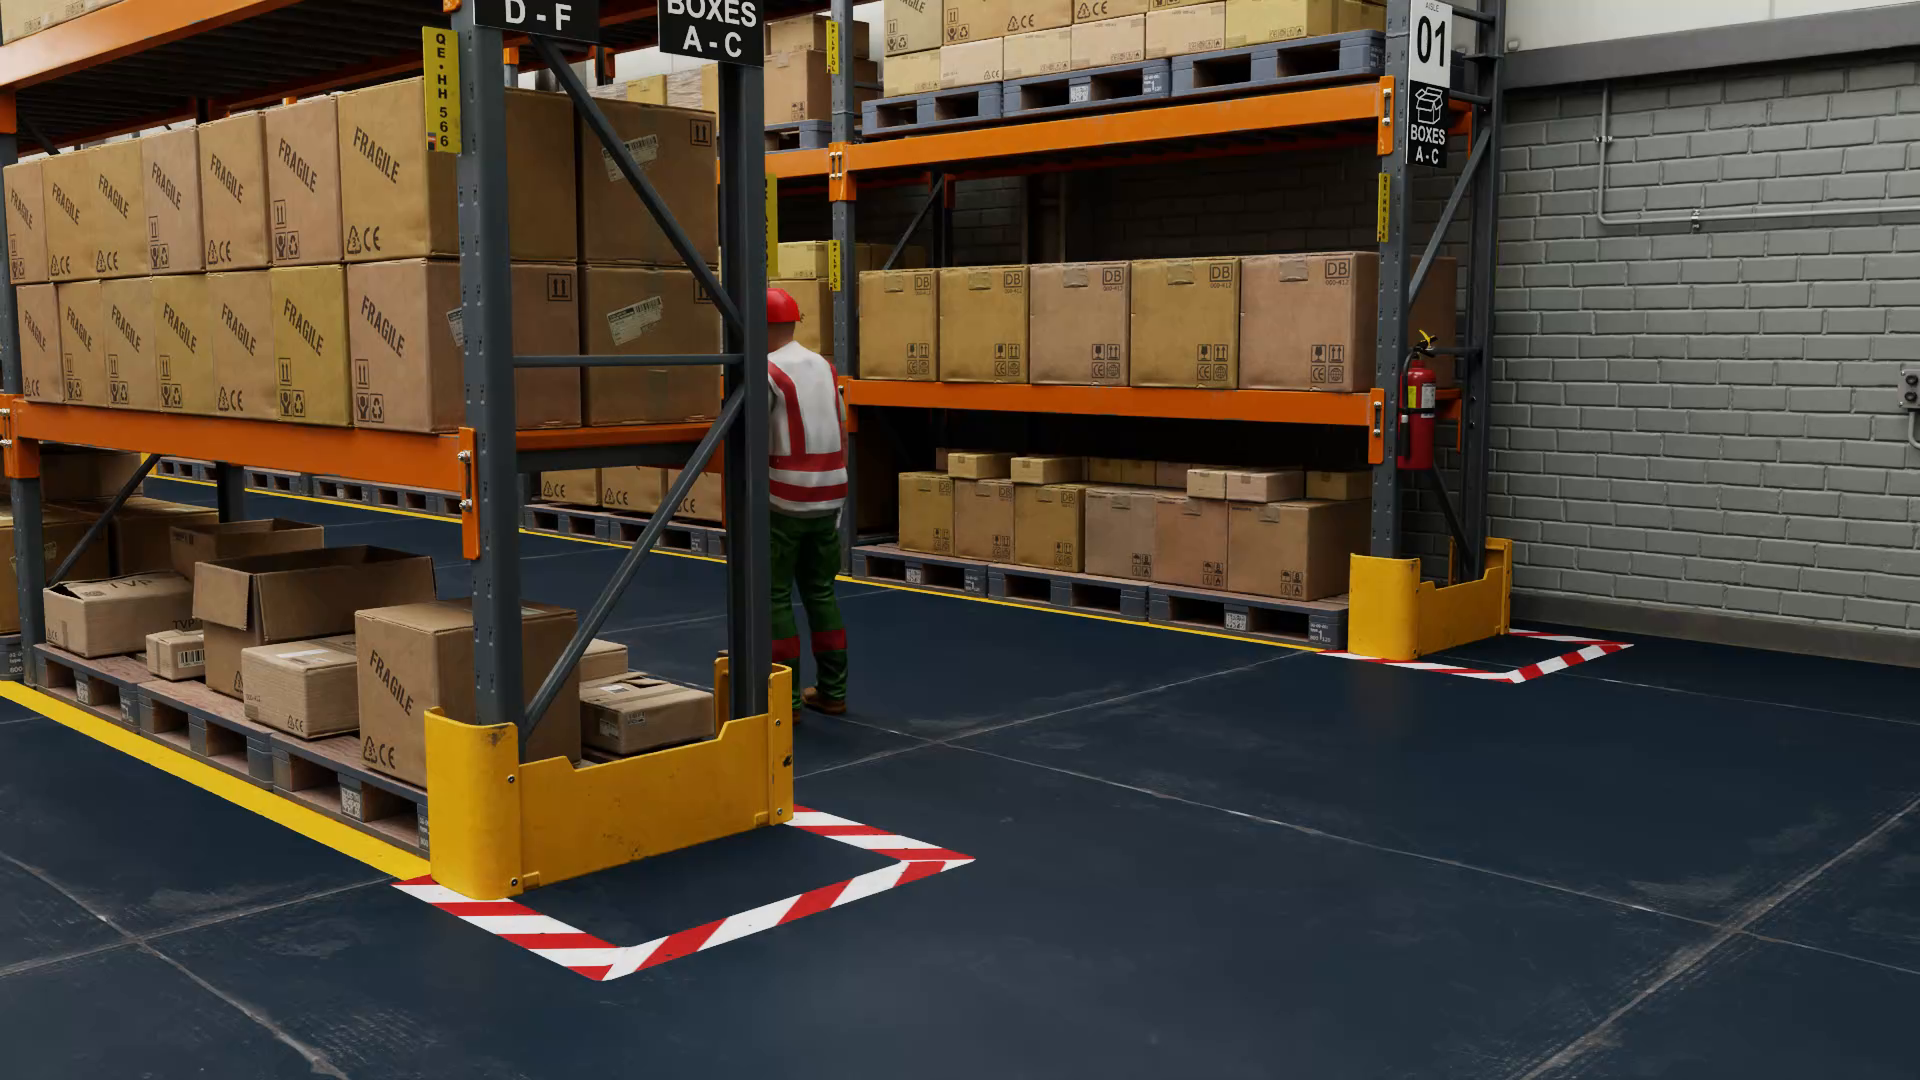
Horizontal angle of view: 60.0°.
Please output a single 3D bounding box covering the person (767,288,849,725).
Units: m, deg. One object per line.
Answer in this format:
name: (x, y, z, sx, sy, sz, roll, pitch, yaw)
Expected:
person: (-0.703, -0.142, 6.856, 0.450, 1.779, 0.619, 6, 9, 40)
